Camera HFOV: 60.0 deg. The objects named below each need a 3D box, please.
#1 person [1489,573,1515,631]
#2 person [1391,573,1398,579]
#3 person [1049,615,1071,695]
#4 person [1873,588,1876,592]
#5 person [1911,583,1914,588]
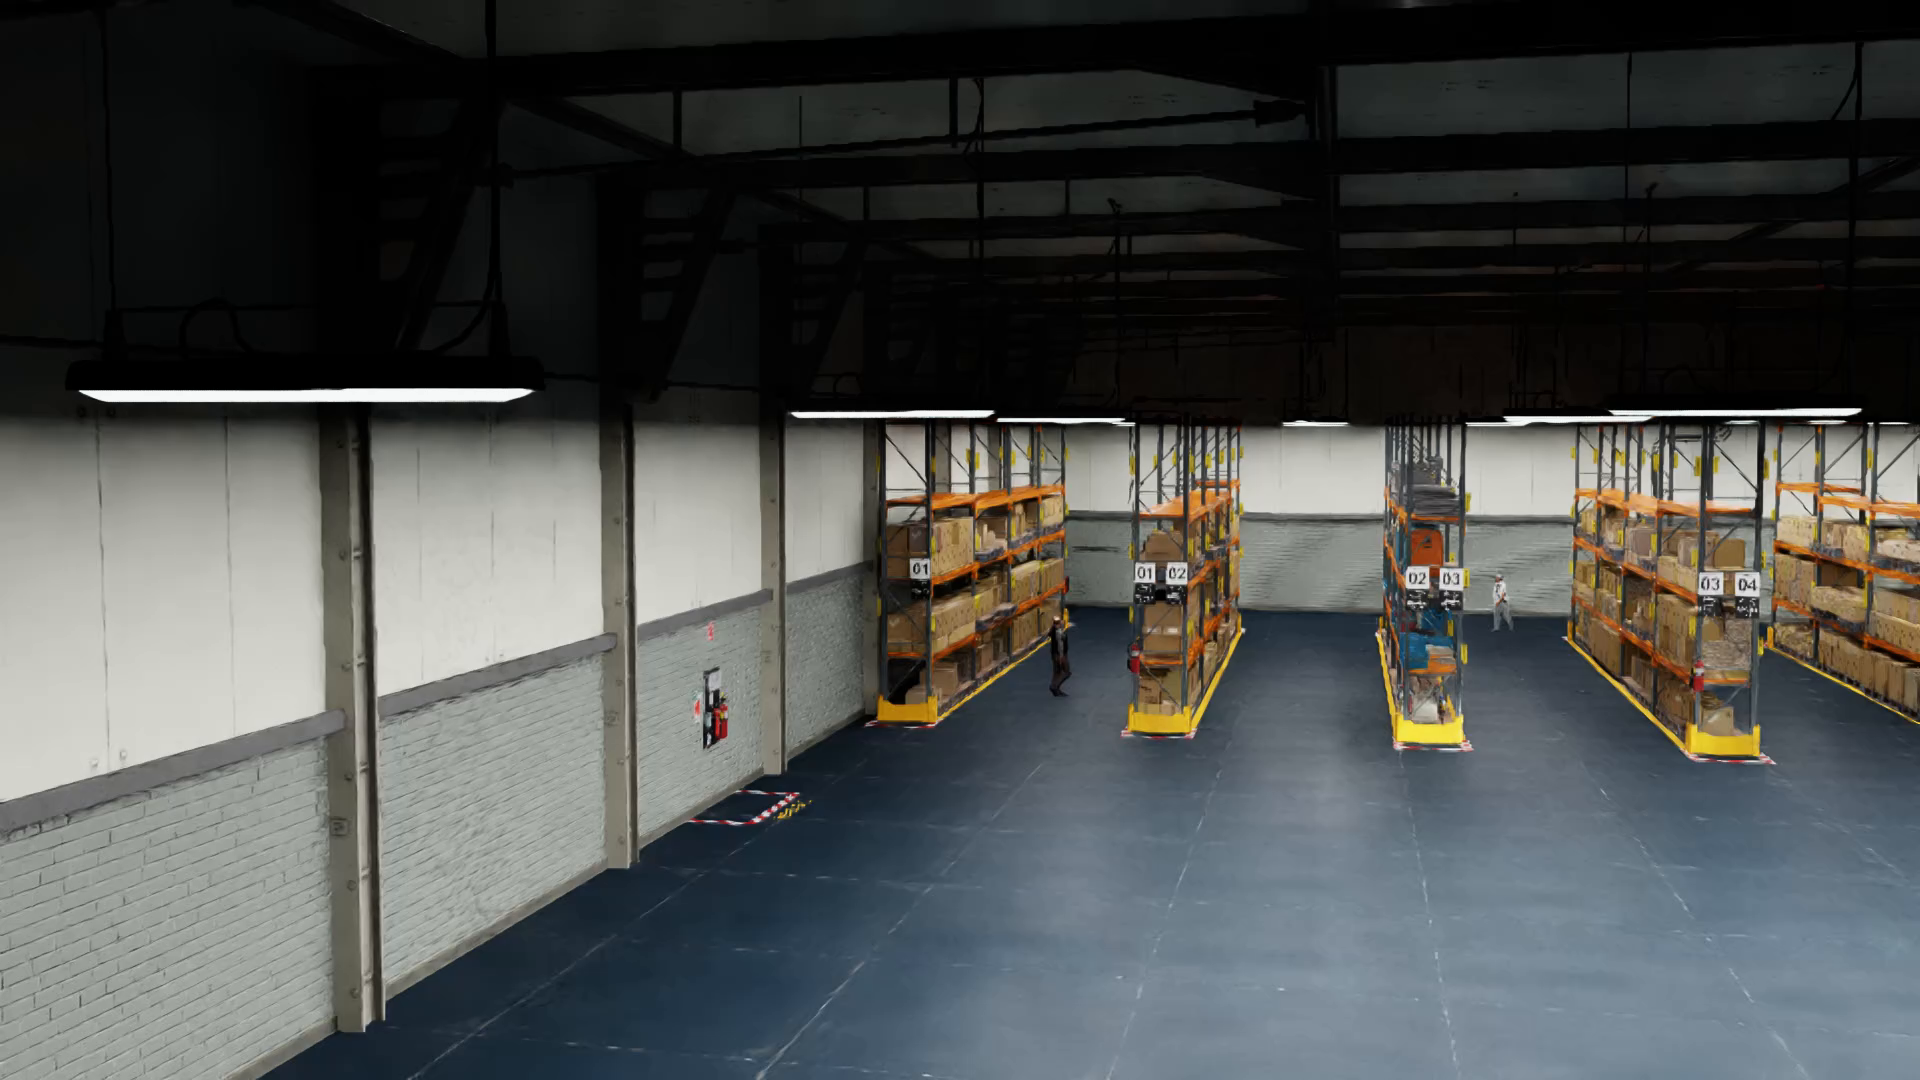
[{"bbox_3d":[15.224,1.746,46.661,0.688,1.648,0.518,-1,4,-14],"label":"person"},{"bbox_3d":[13.040,1.571,49.480,0.494,1.609,0.954,3,5,34],"label":"person"},{"bbox_3d":[2.089,2.464,35.445,0.445,1.718,0.576,-1,4,-16],"label":"person"},{"bbox_3d":[22.957,2.056,41.866,0.422,1.674,0.501,-1,4,-15],"label":"person"},{"bbox_3d":[25.724,1.838,44.608,0.619,1.762,0.593,-2,4,-22],"label":"person"}]
